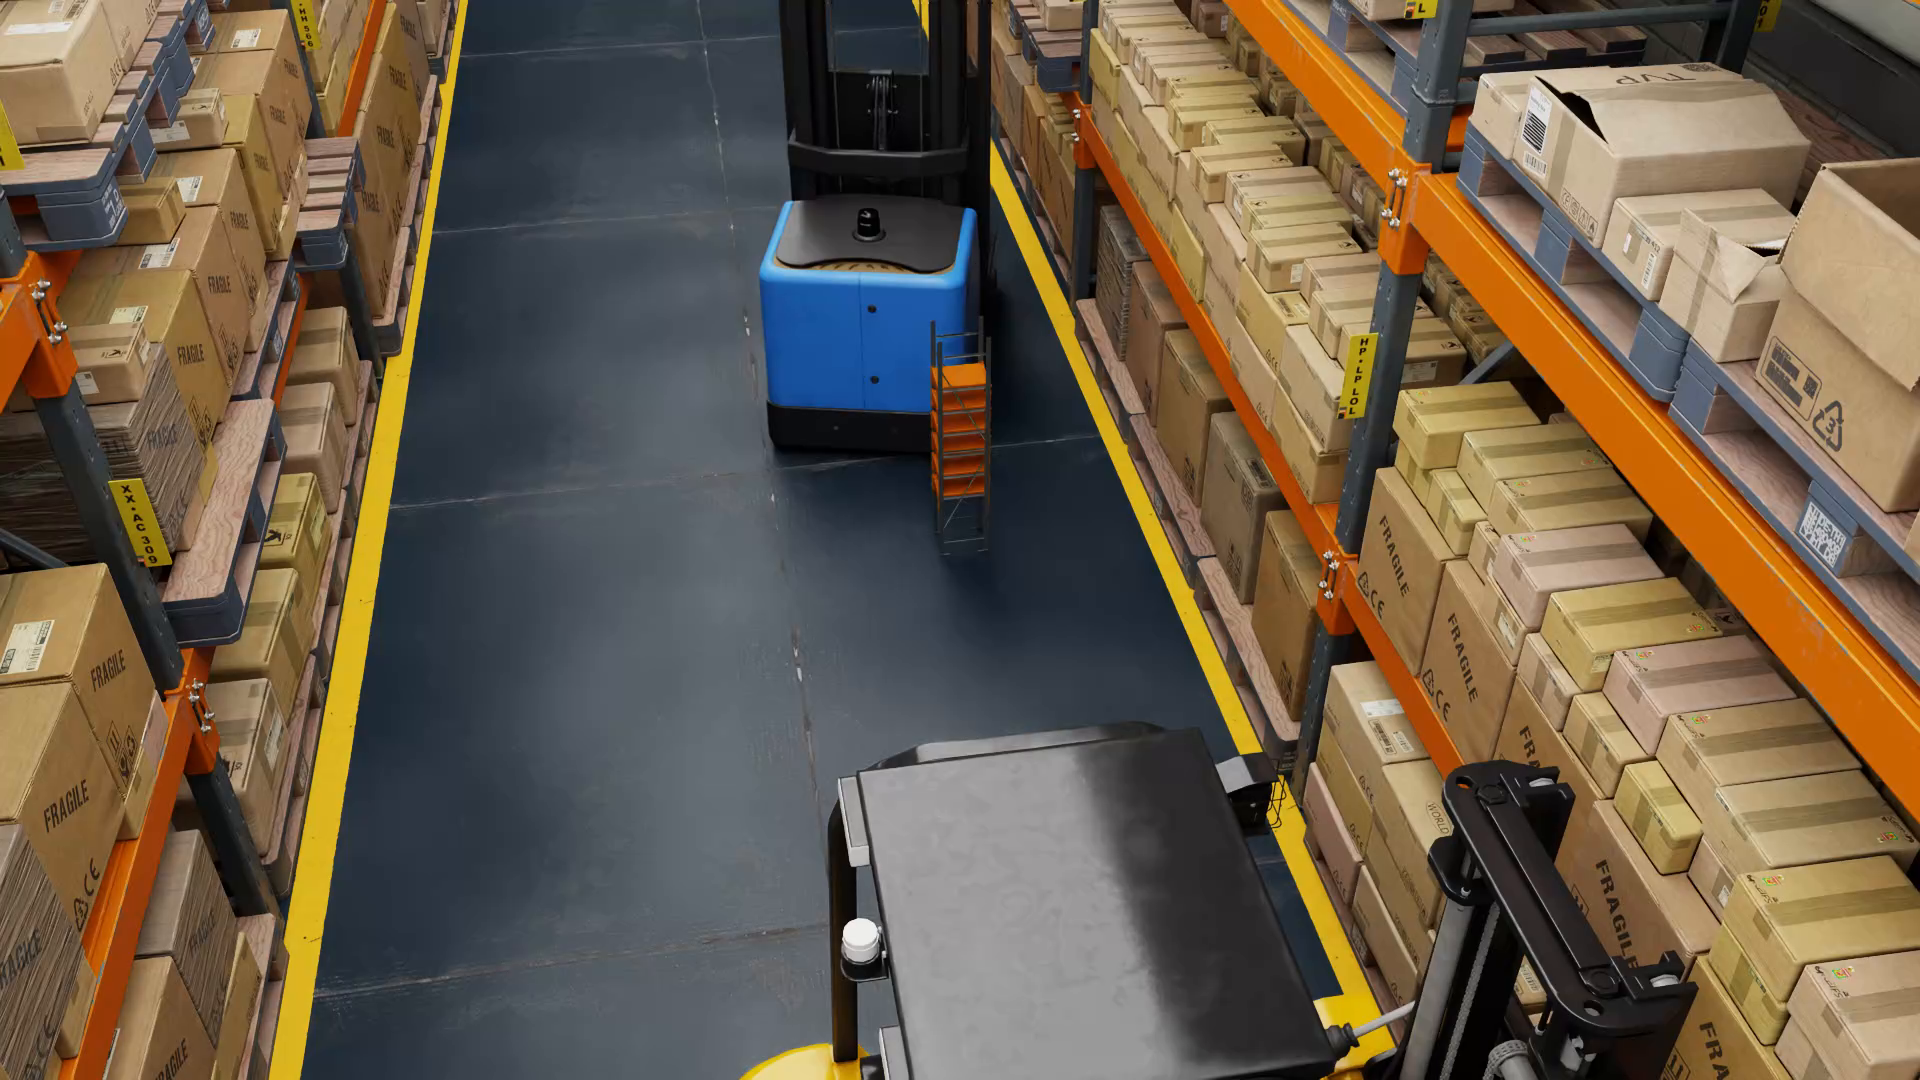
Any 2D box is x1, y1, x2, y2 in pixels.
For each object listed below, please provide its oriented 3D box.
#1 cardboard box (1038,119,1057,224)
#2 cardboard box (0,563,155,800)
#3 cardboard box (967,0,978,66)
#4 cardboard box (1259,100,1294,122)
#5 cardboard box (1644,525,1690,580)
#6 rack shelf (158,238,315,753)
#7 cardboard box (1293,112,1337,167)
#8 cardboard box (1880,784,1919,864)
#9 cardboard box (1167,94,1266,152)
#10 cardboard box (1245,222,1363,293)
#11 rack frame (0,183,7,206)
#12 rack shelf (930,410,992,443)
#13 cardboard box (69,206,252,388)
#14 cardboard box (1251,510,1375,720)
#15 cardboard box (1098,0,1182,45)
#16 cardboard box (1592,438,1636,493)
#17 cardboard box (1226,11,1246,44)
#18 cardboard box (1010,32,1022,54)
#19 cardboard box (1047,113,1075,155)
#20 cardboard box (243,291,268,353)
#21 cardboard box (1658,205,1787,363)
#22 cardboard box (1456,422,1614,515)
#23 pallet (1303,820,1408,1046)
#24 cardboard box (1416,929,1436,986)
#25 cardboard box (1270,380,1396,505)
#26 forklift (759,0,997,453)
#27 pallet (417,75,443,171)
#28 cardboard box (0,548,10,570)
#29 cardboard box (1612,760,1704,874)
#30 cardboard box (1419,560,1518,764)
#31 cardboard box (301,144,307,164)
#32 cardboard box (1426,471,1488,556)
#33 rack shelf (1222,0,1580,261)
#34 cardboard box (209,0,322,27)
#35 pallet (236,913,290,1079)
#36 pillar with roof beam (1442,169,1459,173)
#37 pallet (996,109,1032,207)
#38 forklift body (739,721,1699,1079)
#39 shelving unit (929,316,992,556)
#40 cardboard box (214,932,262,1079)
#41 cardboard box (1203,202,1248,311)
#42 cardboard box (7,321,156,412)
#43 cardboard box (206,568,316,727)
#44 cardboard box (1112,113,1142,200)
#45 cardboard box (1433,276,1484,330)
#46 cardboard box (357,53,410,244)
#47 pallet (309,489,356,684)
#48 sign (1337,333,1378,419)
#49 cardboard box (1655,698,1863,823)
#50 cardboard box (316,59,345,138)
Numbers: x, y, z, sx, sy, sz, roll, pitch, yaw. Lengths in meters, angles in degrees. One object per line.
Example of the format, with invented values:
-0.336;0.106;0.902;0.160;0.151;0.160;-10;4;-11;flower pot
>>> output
0.792;-2.311;10.375;0.500;0.500;0.500;-7;38;-9;cardboard box
-2.707;0.440;4.814;0.500;0.500;0.500;-7;38;-9;cardboard box
0.317;-3.875;12.388;0.500;0.500;0.500;-5;38;-6;cardboard box
1.684;-1.882;7.842;0.500;0.250;0.500;-6;38;-8;cardboard box
2.282;-0.001;5.096;0.380;0.149;0.250;-5;38;-7;cardboard box
-3.381;-0.568;7.023;1.077;0.370;4.000;-6;38;-8;rack shelf
1.699;-1.792;7.401;0.380;0.149;0.250;-5;38;-7;cardboard box
2.466;0.659;4.003;0.380;0.149;0.250;-6;38;-8;cardboard box
1.157;-1.889;7.527;0.380;0.149;0.250;-5;38;-7;cardboard box
1.347;-1.110;6.524;0.380;0.149;0.250;-7;38;-9;cardboard box
-3.030;-2.013;3.406;1.000;3.000;0.127;-6;38;-8;rack frame
0.003;-0.525;7.724;0.258;0.103;0.180;-6;38;-8;rack shelf
-2.991;-0.884;6.176;0.500;0.500;0.500;-6;38;-8;cardboard box
1.754;0.278;6.941;0.875;0.625;0.625;-5;38;-6;cardboard box
0.921;-2.668;8.529;0.380;0.149;0.250;-5;38;-7;cardboard box
2.213;-0.277;5.209;0.380;0.149;0.250;-7;38;-9;cardboard box
1.567;-2.571;8.404;0.380;0.149;0.250;-5;38;-7;cardboard box
0.545;-3.420;11.274;0.380;0.149;0.250;-5;38;-6;cardboard box
0.741;-2.464;10.043;0.380;0.149;0.250;-8;39;-10;cardboard box
-3.017;-0.869;6.686;0.380;0.149;0.250;-5;38;-6;cardboard box
1.817;-0.588;3.703;0.396;0.266;0.258;-7;38;-9;cardboard box
1.772;-0.223;5.139;0.380;0.149;0.250;-6;38;-7;cardboard box
1.954;1.406;6.168;1.003;0.211;1.213;-6;38;-8;pallet
1.804;1.476;5.296;0.500;0.250;0.500;-7;38;-8;cardboard box
1.510;-0.397;6.339;0.500;0.250;0.500;-5;38;-7;cardboard box
-0.360;-2.495;8.973;1.130;2.935;3.031;3;38;4;forklift
-4.223;-2.917;11.733;1.003;0.211;1.213;-6;38;-8;pallet
-3.337;-0.221;5.324;0.500;0.500;0.500;-7;38;-9;cardboard box
1.905;0.681;4.218;0.380;0.149;0.250;-7;38;-9;cardboard box
1.785;0.389;5.123;0.500;0.500;0.500;-6;38;-7;cardboard box
-3.324;-1.800;7.884;0.380;0.149;0.250;-6;38;-7;cardboard box
1.700;-0.099;5.222;0.380;0.149;0.250;-5;38;-7;cardboard box
1.506;-2.289;6.792;1.077;0.370;4.000;-6;38;-8;rack shelf
-3.577;-2.819;8.437;0.500;0.500;0.500;-7;38;-9;cardboard box
-2.877;1.859;5.585;1.003;0.211;1.213;-6;38;-8;pallet
-1.968;-3.812;5.722;9.100;9.000;0.400;-6;38;-8;pillar with roof beam
0.851;-2.685;11.435;1.003;0.211;1.213;-6;38;-8;pallet
0.429;1.622;4.309;2.313;2.155;1.214;-6;38;-8;forklift body
0.003;-0.465;7.771;0.258;1.200;0.189;-6;38;-8;shelving unit
-2.662;1.604;5.539;0.500;0.250;0.500;-5;38;-6;cardboard box
1.337;-1.207;6.973;0.500;0.250;0.500;-6;38;-7;cardboard box
-2.764;-0.545;5.212;0.380;0.149;0.250;-6;38;-8;cardboard box
-3.254;0.477;6.890;0.950;0.372;0.625;-4;38;-5;cardboard box
1.075;-1.939;8.322;0.500;0.250;0.500;-7;38;-9;cardboard box
2.010;-0.879;6.226;0.380;0.149;0.250;-7;38;-9;cardboard box
-3.923;-2.352;10.122;0.875;0.875;0.875;-6;38;-7;cardboard box
-3.385;0.248;7.658;1.003;0.211;1.213;-6;38;-8;pallet
1.324;-0.542;5.523;0.100;0.325;0.005;-6;38;-8;sign
1.985;0.549;4.145;0.380;0.149;0.250;-6;38;-8;cardboard box
-3.569;-2.324;8.818;0.500;0.250;0.500;-7;38;-9;cardboard box
